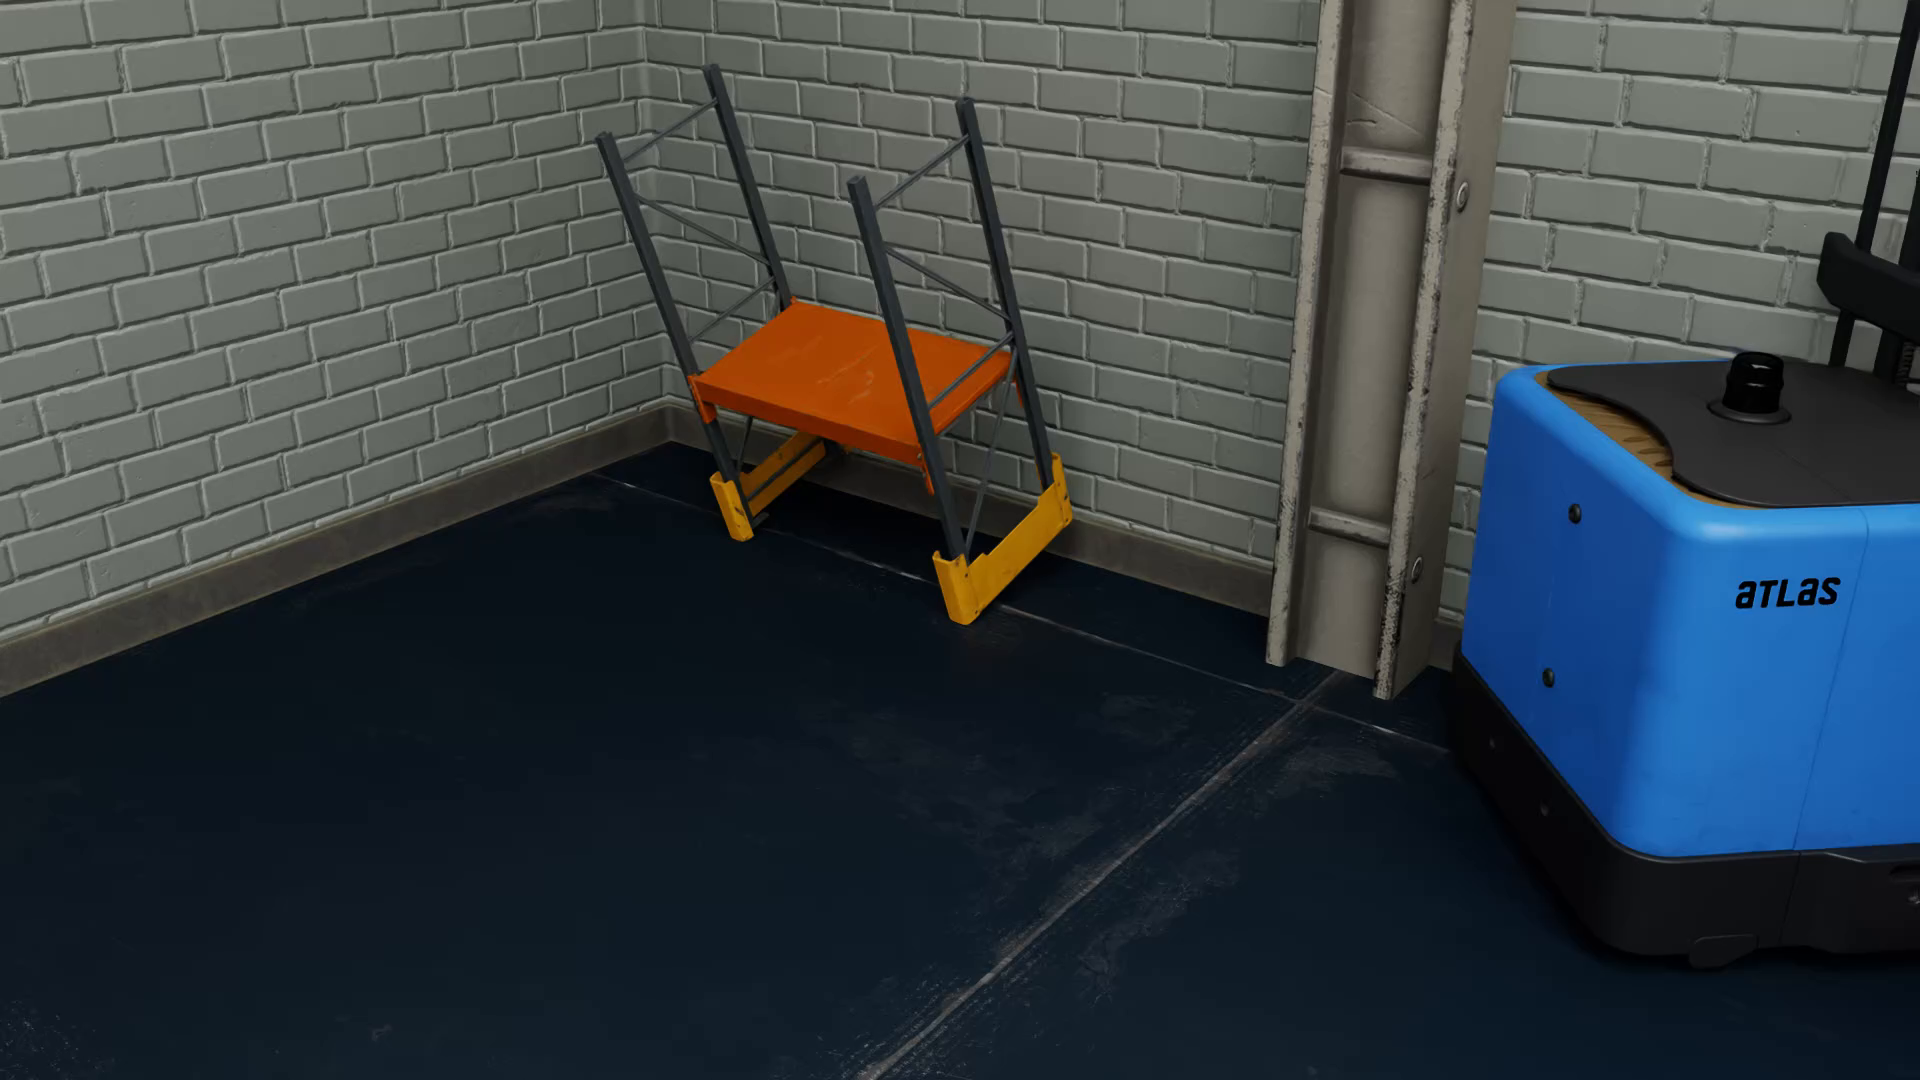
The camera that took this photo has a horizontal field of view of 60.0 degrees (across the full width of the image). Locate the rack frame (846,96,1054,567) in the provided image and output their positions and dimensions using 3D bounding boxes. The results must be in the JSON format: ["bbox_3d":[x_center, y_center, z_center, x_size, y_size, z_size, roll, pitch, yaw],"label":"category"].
[{"bbox_3d":[0.027,-0.487,4.852,0.032,1.500,0.500,19,49,36],"label":"rack frame"}]

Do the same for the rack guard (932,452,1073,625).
[{"bbox_3d":[0.143,-0.012,5.242,0.087,0.250,0.587,19,49,36],"label":"rack guard"}]

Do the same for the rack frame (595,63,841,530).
[{"bbox_3d":[-0.751,-0.748,5.452,0.032,1.500,0.500,19,49,36],"label":"rack frame"}]

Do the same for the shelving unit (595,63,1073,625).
[{"bbox_3d":[-0.369,-0.620,5.157,1.083,1.500,0.587,19,49,36],"label":"shelving unit"}]

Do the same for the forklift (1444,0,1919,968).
[{"bbox_3d":[2.837,-0.655,3.602,3.031,2.935,1.130,-2,24,-5],"label":"forklift"}]

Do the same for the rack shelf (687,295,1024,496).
[{"bbox_3d":[-0.324,-0.479,5.261,1.000,0.185,0.538,19,49,36],"label":"rack shelf"}]

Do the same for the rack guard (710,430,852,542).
[{"bbox_3d":[-0.619,-0.268,5.829,0.087,0.250,0.587,19,49,36],"label":"rack guard"}]
